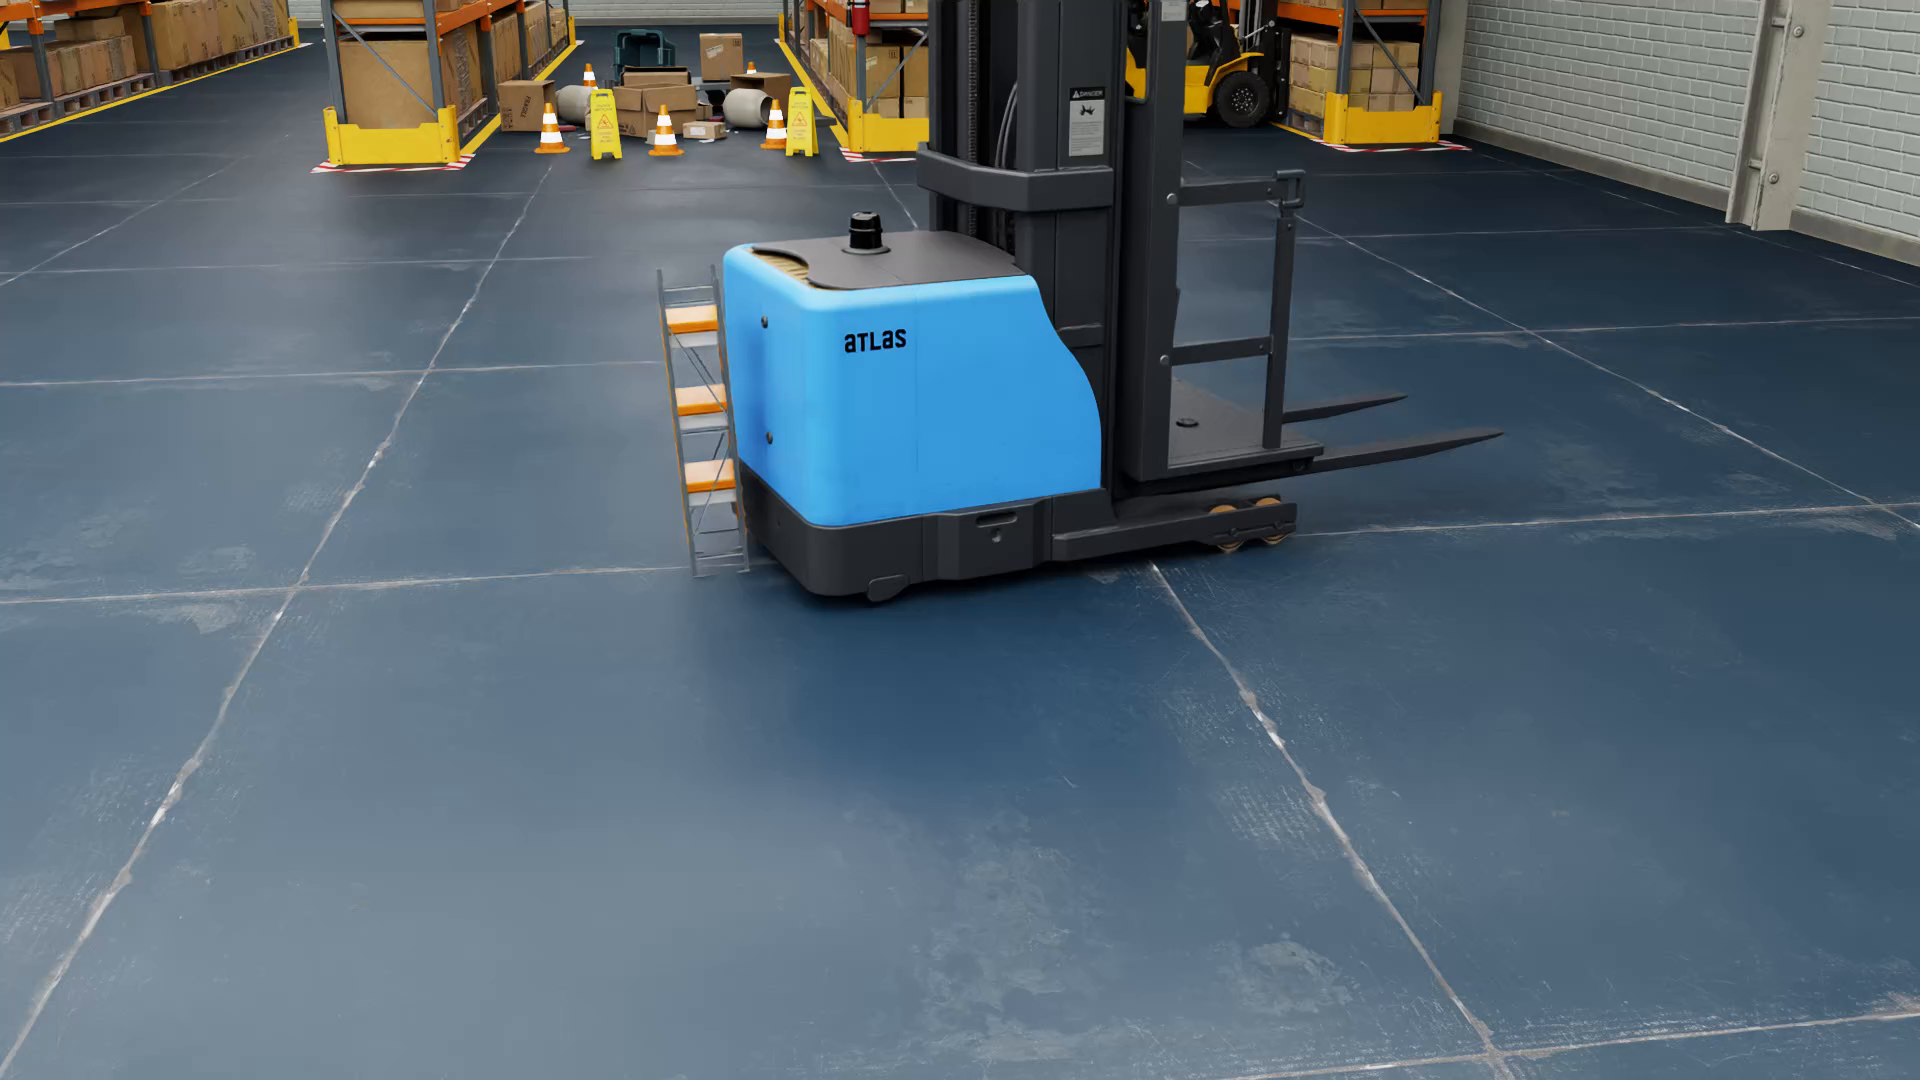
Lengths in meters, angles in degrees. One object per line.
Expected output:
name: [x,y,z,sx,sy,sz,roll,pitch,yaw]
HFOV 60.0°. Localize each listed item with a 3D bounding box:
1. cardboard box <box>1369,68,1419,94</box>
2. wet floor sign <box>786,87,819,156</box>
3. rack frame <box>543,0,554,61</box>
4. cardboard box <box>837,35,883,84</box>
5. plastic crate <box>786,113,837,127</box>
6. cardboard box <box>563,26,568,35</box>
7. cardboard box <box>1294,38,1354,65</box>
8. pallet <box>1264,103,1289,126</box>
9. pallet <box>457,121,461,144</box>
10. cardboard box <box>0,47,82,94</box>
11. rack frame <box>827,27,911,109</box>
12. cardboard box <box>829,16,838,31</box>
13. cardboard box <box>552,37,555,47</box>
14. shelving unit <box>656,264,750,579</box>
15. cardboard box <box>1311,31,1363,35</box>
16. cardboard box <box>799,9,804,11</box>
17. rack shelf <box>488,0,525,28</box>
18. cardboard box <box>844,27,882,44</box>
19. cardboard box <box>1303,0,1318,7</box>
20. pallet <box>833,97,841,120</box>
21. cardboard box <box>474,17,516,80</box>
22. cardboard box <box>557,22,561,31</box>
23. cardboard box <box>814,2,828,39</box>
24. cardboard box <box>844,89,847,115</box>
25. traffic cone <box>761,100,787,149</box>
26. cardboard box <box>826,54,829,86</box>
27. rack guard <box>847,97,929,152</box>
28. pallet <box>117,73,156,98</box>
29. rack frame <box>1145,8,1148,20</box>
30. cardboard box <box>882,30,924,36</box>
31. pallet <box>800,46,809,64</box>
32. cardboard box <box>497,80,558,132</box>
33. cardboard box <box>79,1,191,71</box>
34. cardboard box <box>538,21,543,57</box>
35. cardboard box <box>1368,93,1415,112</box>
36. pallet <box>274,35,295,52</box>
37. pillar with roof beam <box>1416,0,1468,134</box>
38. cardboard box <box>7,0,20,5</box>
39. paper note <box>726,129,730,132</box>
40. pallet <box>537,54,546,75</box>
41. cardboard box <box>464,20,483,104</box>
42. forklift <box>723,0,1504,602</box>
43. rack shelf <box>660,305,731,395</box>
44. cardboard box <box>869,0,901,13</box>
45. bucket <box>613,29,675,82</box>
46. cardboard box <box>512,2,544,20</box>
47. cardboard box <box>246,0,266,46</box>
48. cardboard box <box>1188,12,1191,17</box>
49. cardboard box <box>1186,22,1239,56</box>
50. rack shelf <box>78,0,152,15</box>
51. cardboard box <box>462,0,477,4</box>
cardboard box: [4.528,-4.895,17.649,0.500,0.250,0.500,-3,21,-7]
wet floor sign: [-1.553,-4.104,16.283,0.267,0.644,0.232,4,21,11]
rack frame: [-7.135,-9.197,26.554,1.000,3.000,0.127,-3,21,-8]
cardboard box: [-1.118,-5.390,18.617,0.500,0.500,0.500,-2,21,-5]
plastic crate: [-1.683,-4.759,18.844,0.402,0.080,0.583,-11,23,-26]
cardboard box: [-7.292,-9.188,30.002,0.380,0.149,0.250,-2,21,-6]
cardboard box: [3.935,-5.276,17.955,0.500,0.250,0.500,-3,21,-7]
pallet: [4.066,-4.957,19.185,1.003,0.211,1.213,-3,21,-8]
pallet: [-5.598,-4.009,16.648,1.003,0.211,1.213,-3,21,-8]
cardboard box: [-11.022,-5.627,19.939,0.700,0.500,0.500,-3,21,-8]
rack frame: [-1.098,-6.712,19.900,1.000,3.000,0.127,-3,21,-8]
cardboard box: [-1.321,-6.012,19.355,0.380,0.149,0.250,-3,21,-7]
cardboard box: [-6.870,-8.201,27.360,0.380,0.149,0.250,-4,21,-10]
shelving unit: [-0.892,-0.408,5.791,0.215,1.050,0.252,-7,21,-9]
cardboard box: [4.304,-5.656,18.973,0.500,0.250,0.500,-3,21,-9]
cardboard box: [-2.493,-9.323,29.953,0.875,0.438,0.875,-2,21,-6]
rack shelf: [-6.270,-6.783,21.117,1.077,0.370,4.000,-3,21,-8]
cardboard box: [-1.014,-5.279,17.393,0.380,0.149,0.250,-2,21,-6]
cardboard box: [3.994,-5.963,17.751,0.500,0.500,0.500,-2,21,-6]
pallet: [-0.966,-5.175,19.770,1.003,0.211,1.213,-3,21,-8]
cardboard box: [-6.430,-6.437,21.779,1.050,0.750,0.750,-3,21,-7]
cardboard box: [-7.103,-8.872,28.733,0.380,0.149,0.250,-3,21,-7]
cardboard box: [-1.692,-7.542,24.557,0.875,0.875,0.875,-3,21,-8]
cardboard box: [-0.971,-4.682,17.793,0.500,0.250,0.500,-3,21,-8]
traffic cone: [-1.860,-4.222,16.860,0.336,0.463,0.334,-3,21,-8]
cardboard box: [-1.176,-5.859,20.772,0.950,0.372,0.625,-3,21,-7]
rack guard: [-0.532,-4.182,16.699,1.175,0.500,0.348,-3,21,-8]
pallet: [-11.370,-6.020,22.033,1.003,0.211,1.213,-3,21,-8]
rack frame: [3.237,-8.348,24.281,1.000,3.000,0.127,-3,21,-8]
cardboard box: [-0.672,-5.605,19.193,0.500,0.500,0.500,-3,21,-7]
pallet: [-2.065,-7.912,27.098,1.003,0.211,1.213,-3,21,-8]
cardboard box: [-4.742,-4.772,18.274,0.500,0.500,0.500,1,20,2]
cardboard box: [-11.560,-7.038,23.210,1.225,0.875,0.875,-4,21,-10]
cardboard box: [-6.636,-7.624,25.314,0.500,0.500,0.500,-3,21,-9]
cardboard box: [4.513,-4.667,17.755,0.500,0.250,0.500,-3,21,-8]
pallet: [-12.442,-8.788,29.443,1.003,0.211,1.213,-3,21,-8]
pillar with roof beam: [0.921,-8.458,16.002,9.100,9.000,0.400,-3,21,-8]
cardboard box: [-10.556,-5.948,18.213,0.380,0.149,0.250,-3,21,-8]
paper note: [-2.601,-4.459,18.128,0.148,0.019,0.142,4,21,11]
pallet: [-6.842,-7.198,25.187,1.003,0.211,1.213,-3,21,-8]
cardboard box: [-5.960,-5.407,18.843,0.875,0.875,0.875,-3,21,-7]
forklift: [0.695,-1.492,6.021,3.031,2.935,1.130,-9,22,-23]
rack shelf: [-0.907,-0.663,5.694,0.215,0.259,0.240,-7,21,-9]
cardboard box: [-0.787,-5.328,16.553,0.380,0.149,0.250,-2,21,-6]
bucket: [-3.681,-5.675,19.630,0.726,0.611,0.620,4,11,11]
cardboard box: [-6.717,-8.150,25.652,0.500,0.250,0.500,-2,21,-5]
cardboard box: [-12.203,-8.727,27.733,0.875,0.875,0.875,-3,21,-8]
cardboard box: [3.470,-7.874,25.057,0.380,0.149,0.250,-2,21,-5]
cardboard box: [3.512,-6.757,22.815,0.875,0.625,0.625,-4,21,-10]
rack shelf: [-11.769,-7.952,24.249,1.077,0.370,4.000,-3,21,-8]
cardboard box: [-5.815,-6.181,18.264,0.875,0.550,0.550,-3,21,-8]
